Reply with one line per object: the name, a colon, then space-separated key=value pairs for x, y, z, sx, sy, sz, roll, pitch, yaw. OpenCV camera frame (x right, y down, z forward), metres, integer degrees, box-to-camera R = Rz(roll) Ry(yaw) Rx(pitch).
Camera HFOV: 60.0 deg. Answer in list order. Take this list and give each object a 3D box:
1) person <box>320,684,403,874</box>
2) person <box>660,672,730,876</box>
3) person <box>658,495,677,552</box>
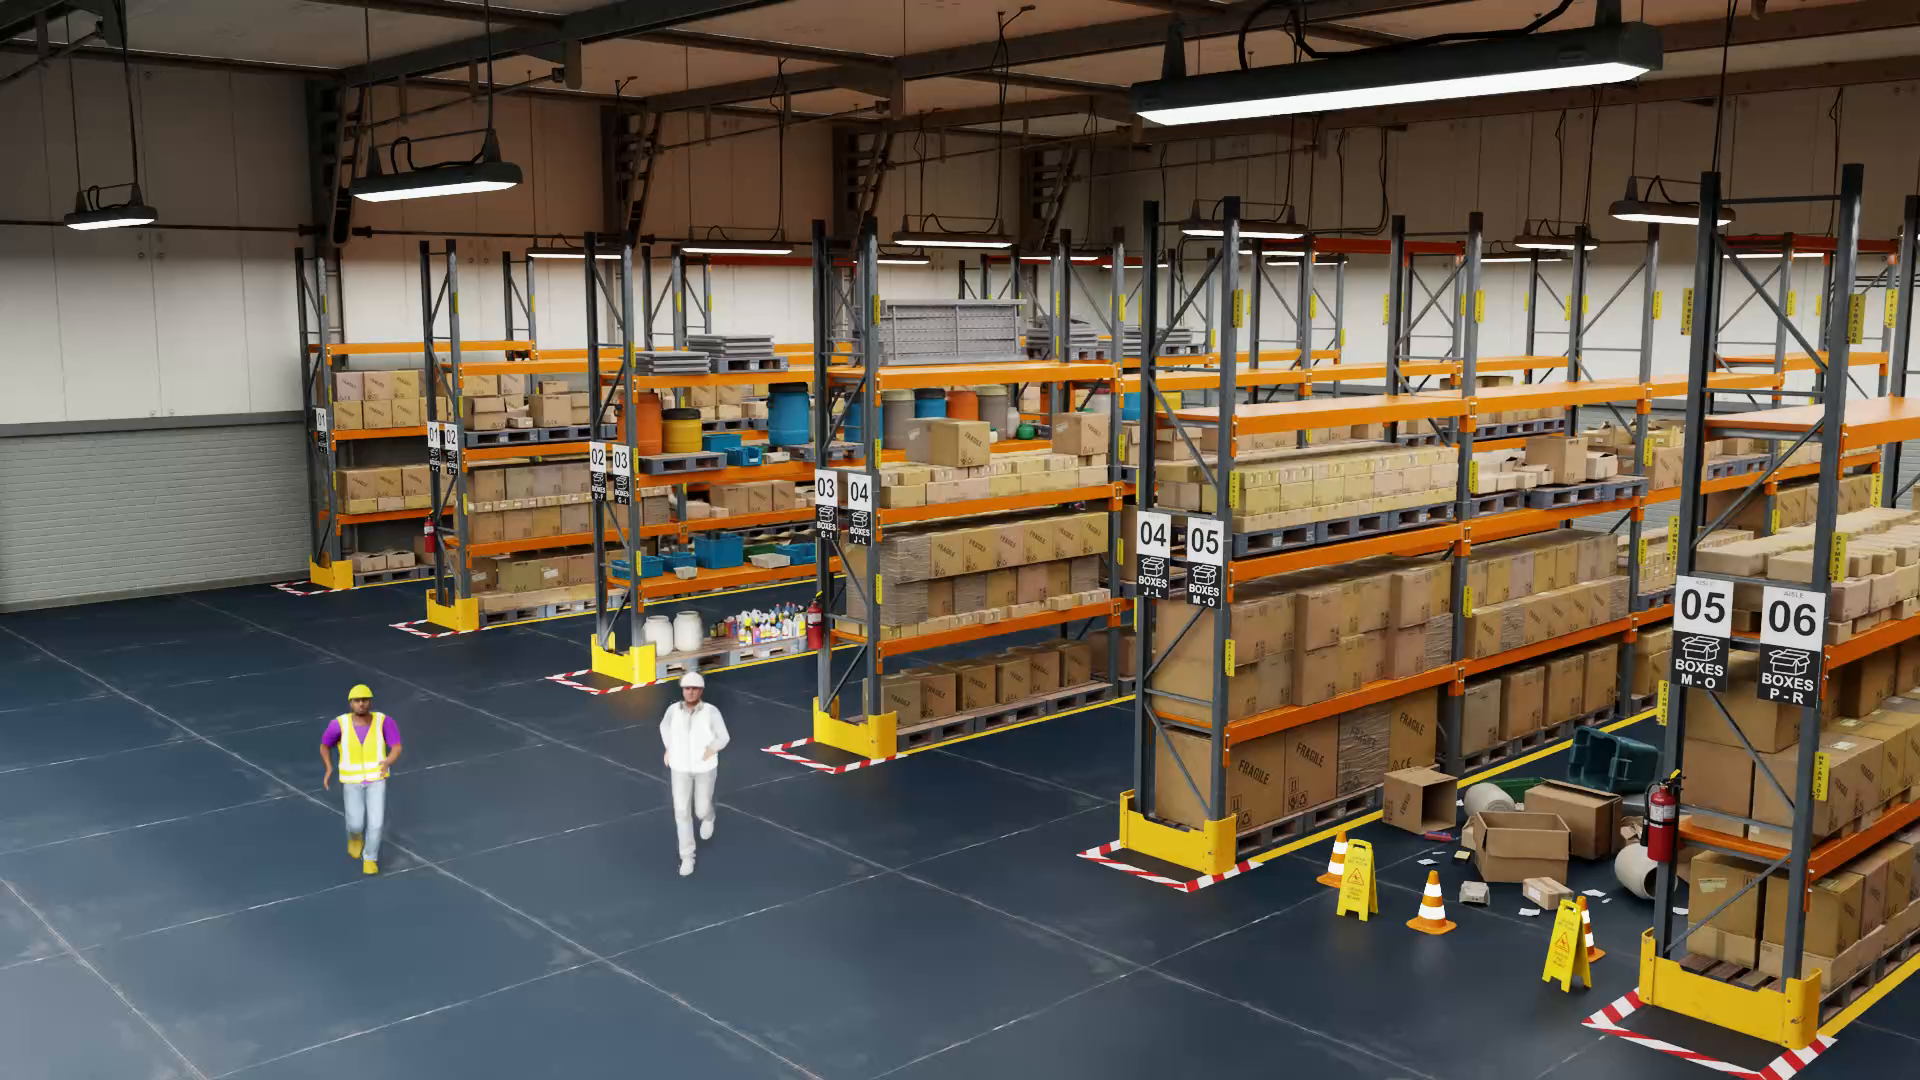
person: x=-5.342 y=2.147 z=14.900 sx=0.699 sy=1.722 sz=0.580 roll=-3 pitch=9 yaw=-22
person: x=-2.436 y=2.079 z=15.230 sx=0.663 sy=1.778 sz=0.925 roll=0 pitch=8 yaw=0
person: x=-5.566 y=-0.265 z=30.950 sx=0.987 sy=1.747 sz=0.703 roll=-8 pitch=12 yaw=-44
